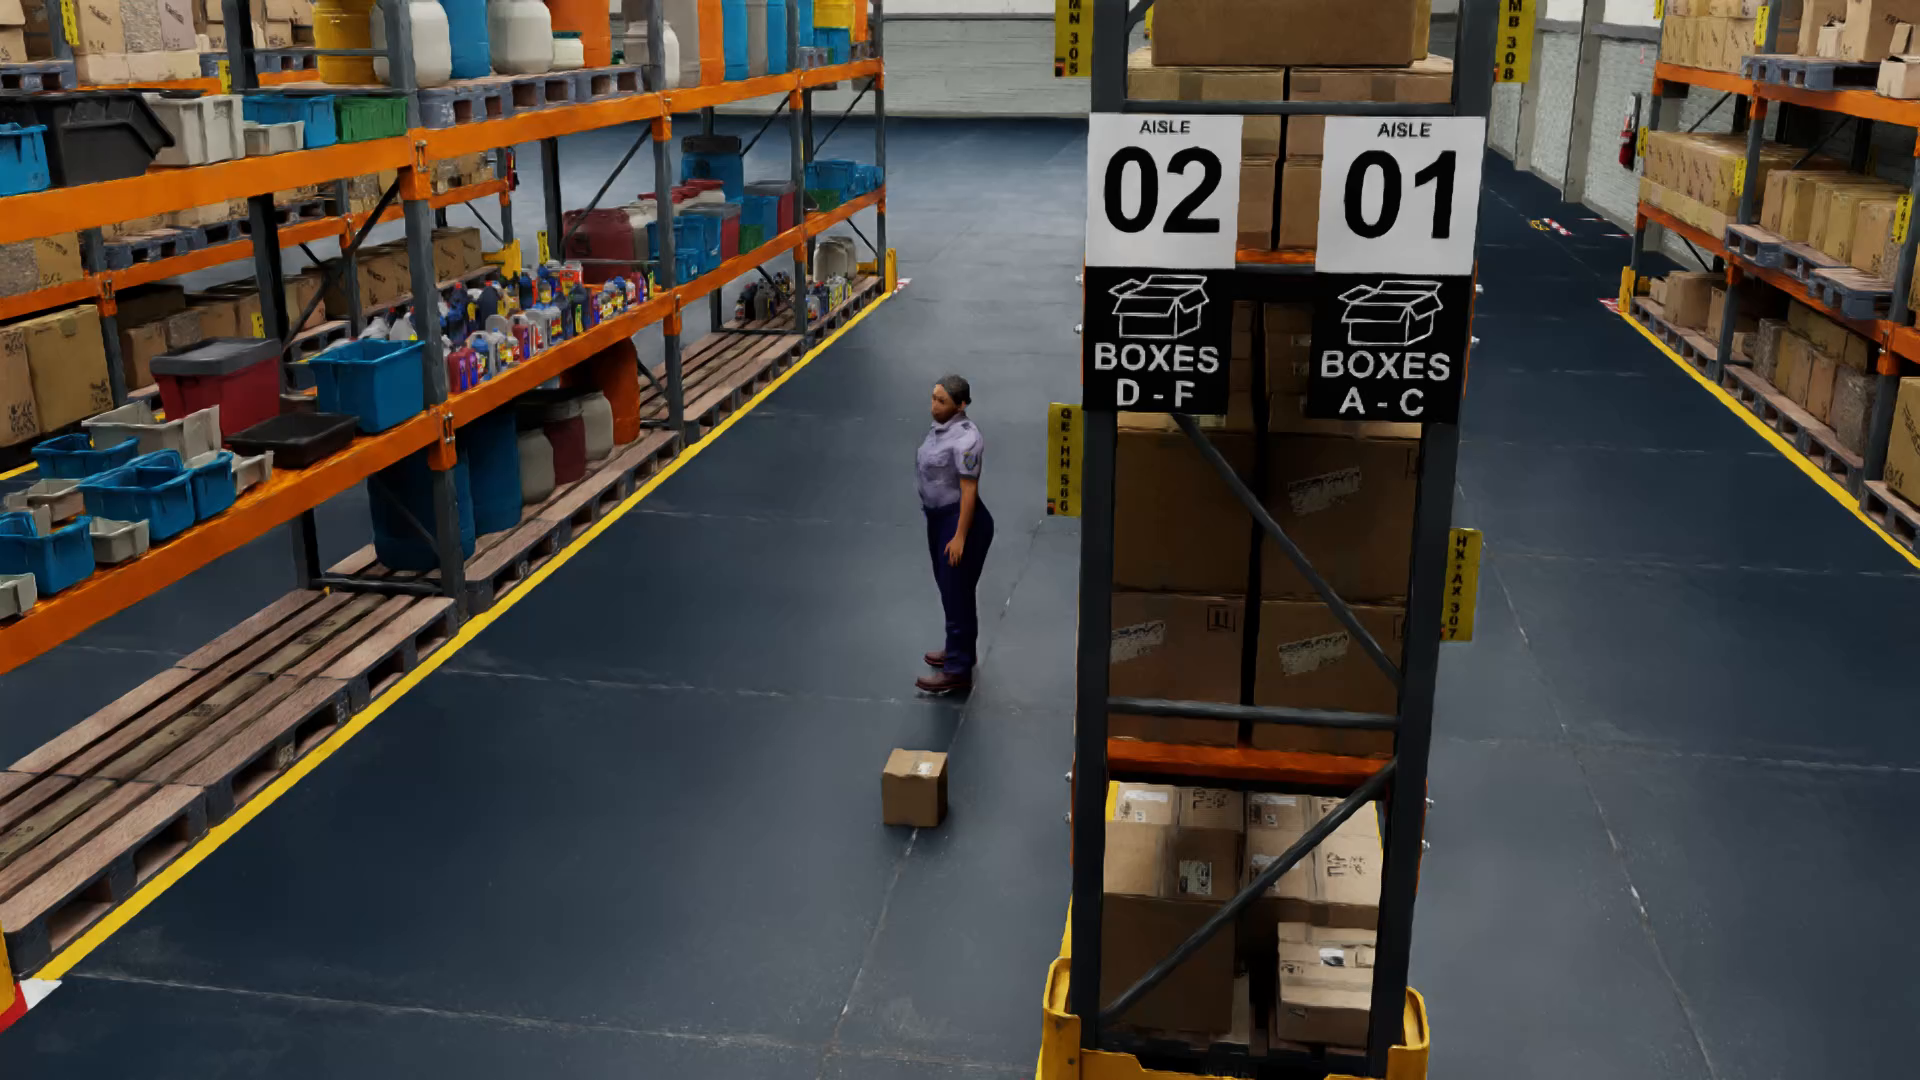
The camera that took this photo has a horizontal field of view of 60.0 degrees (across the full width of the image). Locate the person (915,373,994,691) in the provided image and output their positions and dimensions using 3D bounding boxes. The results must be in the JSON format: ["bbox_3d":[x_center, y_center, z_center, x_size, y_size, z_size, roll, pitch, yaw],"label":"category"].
[{"bbox_3d":[-0.073,-0.046,8.660,0.443,1.645,0.575,-6,19,-18],"label":"person"}]
